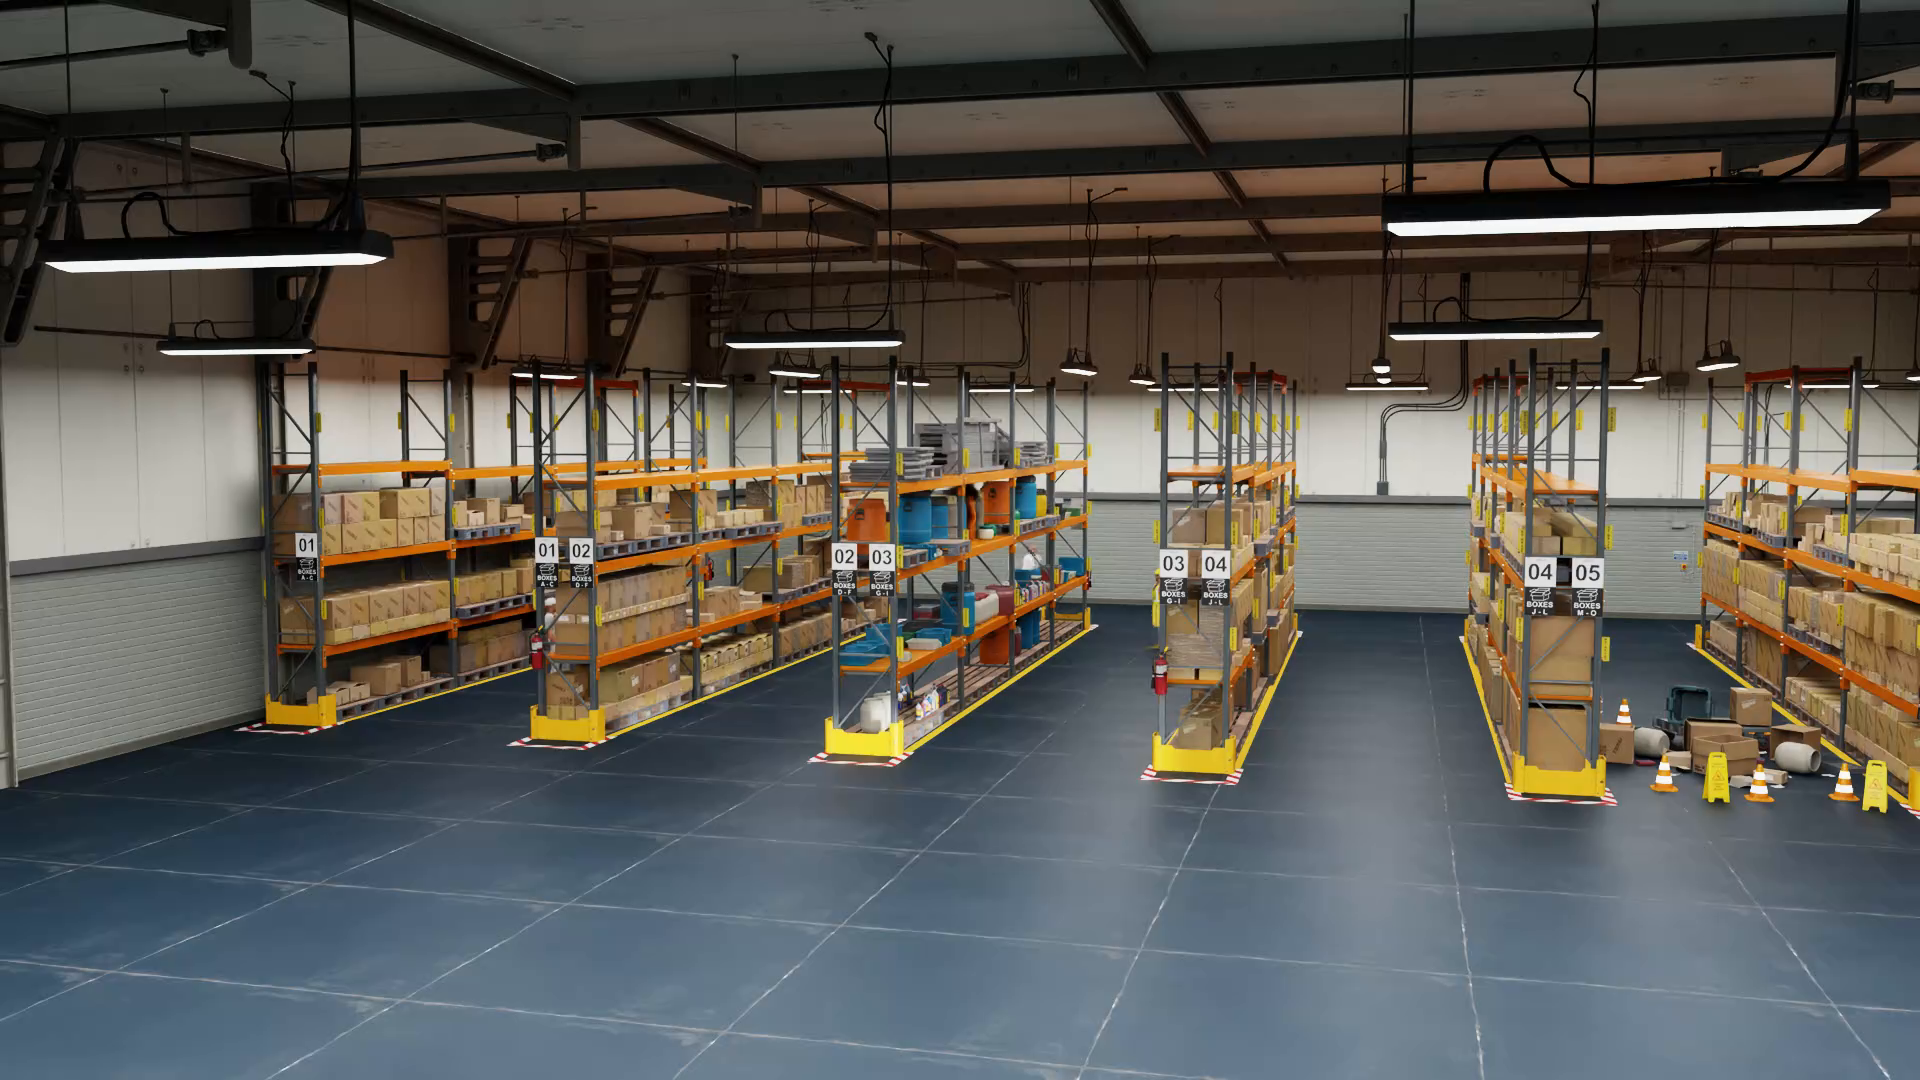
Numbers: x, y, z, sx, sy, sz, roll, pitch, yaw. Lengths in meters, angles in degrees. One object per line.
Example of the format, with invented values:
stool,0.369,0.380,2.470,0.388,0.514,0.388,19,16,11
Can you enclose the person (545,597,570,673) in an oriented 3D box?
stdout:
person,-7.369,1.967,30.649,0.593,1.822,0.633,3,5,36

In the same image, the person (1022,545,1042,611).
person,1.902,1.006,44.186,0.624,1.759,0.584,3,5,36

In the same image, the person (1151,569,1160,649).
person,4.432,1.515,36.850,0.370,1.768,0.604,-1,4,-8
